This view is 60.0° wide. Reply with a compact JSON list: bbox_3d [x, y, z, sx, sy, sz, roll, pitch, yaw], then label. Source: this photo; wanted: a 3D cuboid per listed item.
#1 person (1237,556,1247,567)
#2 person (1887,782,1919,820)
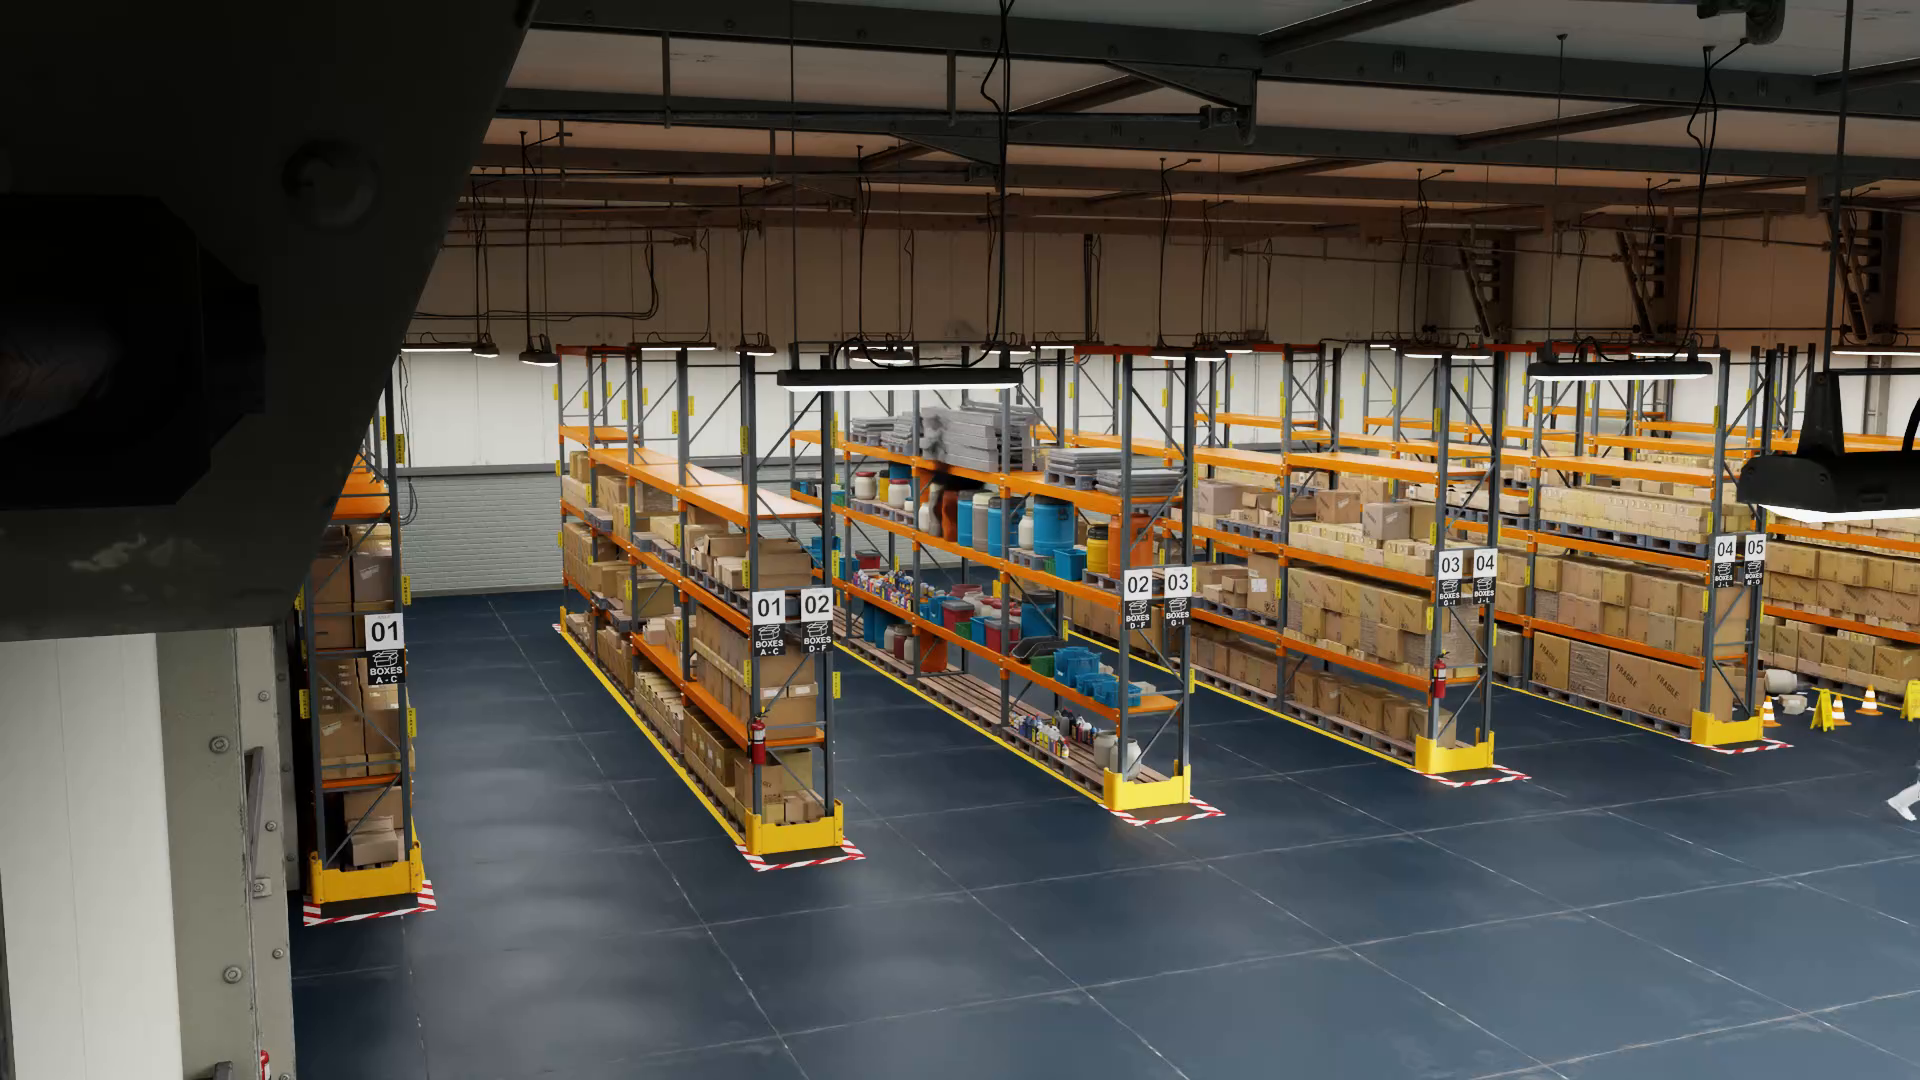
[{"bbox_3d":[7.039,0.257,41.322,0.669,1.775,0.747,-5,9,-36],"label":"person"},{"bbox_3d":[12.502,2.825,21.237,1.033,1.743,0.754,1,7,10],"label":"person"}]
